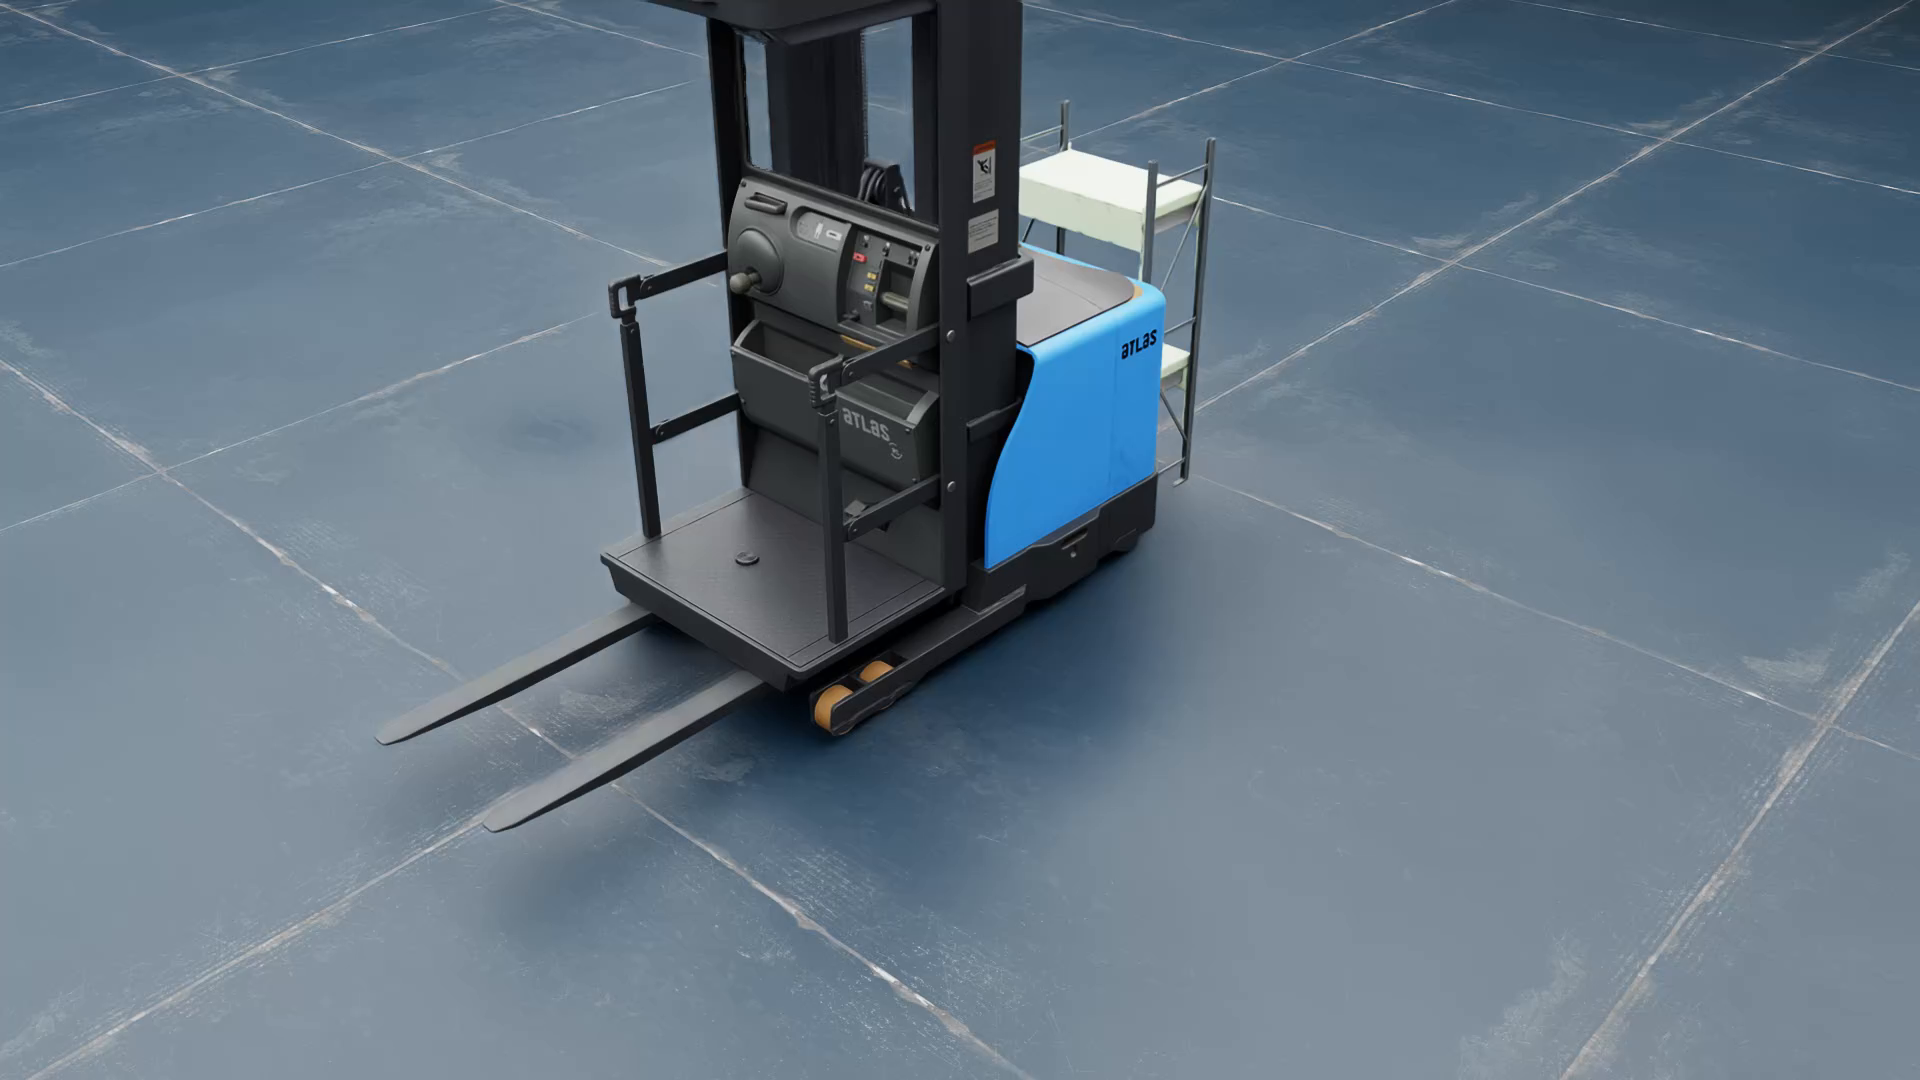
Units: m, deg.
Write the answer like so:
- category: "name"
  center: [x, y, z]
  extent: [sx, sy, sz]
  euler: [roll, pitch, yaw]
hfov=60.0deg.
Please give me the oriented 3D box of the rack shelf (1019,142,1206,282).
- category: "rack shelf"
  center: [0.577, -1.297, 6.694]
  extent: [0.720, 0.370, 0.431]
  euler: [26, 39, 36]

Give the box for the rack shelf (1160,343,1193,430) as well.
- category: "rack shelf"
  center: [0.577, -0.684, 7.063]
  extent: [0.720, 0.370, 0.431]
  euler: [26, 39, 36]

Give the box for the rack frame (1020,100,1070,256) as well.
- category: "rack frame"
  center: [0.309, -1.092, 7.109]
  extent: [0.023, 1.500, 0.400]
  euler: [26, 39, 36]

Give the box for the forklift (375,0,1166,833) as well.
- category: "forklift"
  center: [-0.584, -0.892, 5.390]
  extent: [1.130, 2.935, 3.031]
  euler: [26, 39, 36]

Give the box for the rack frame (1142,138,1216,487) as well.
- category: "rack frame"
  center: [0.844, -0.834, 6.681]
  extent: [0.023, 1.500, 0.400]
  euler: [26, 39, 36]

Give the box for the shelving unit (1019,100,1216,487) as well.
- category: "shelving unit"
  center: [0.577, -0.963, 6.895]
  extent: [0.755, 1.500, 0.431]
  euler: [26, 39, 36]
